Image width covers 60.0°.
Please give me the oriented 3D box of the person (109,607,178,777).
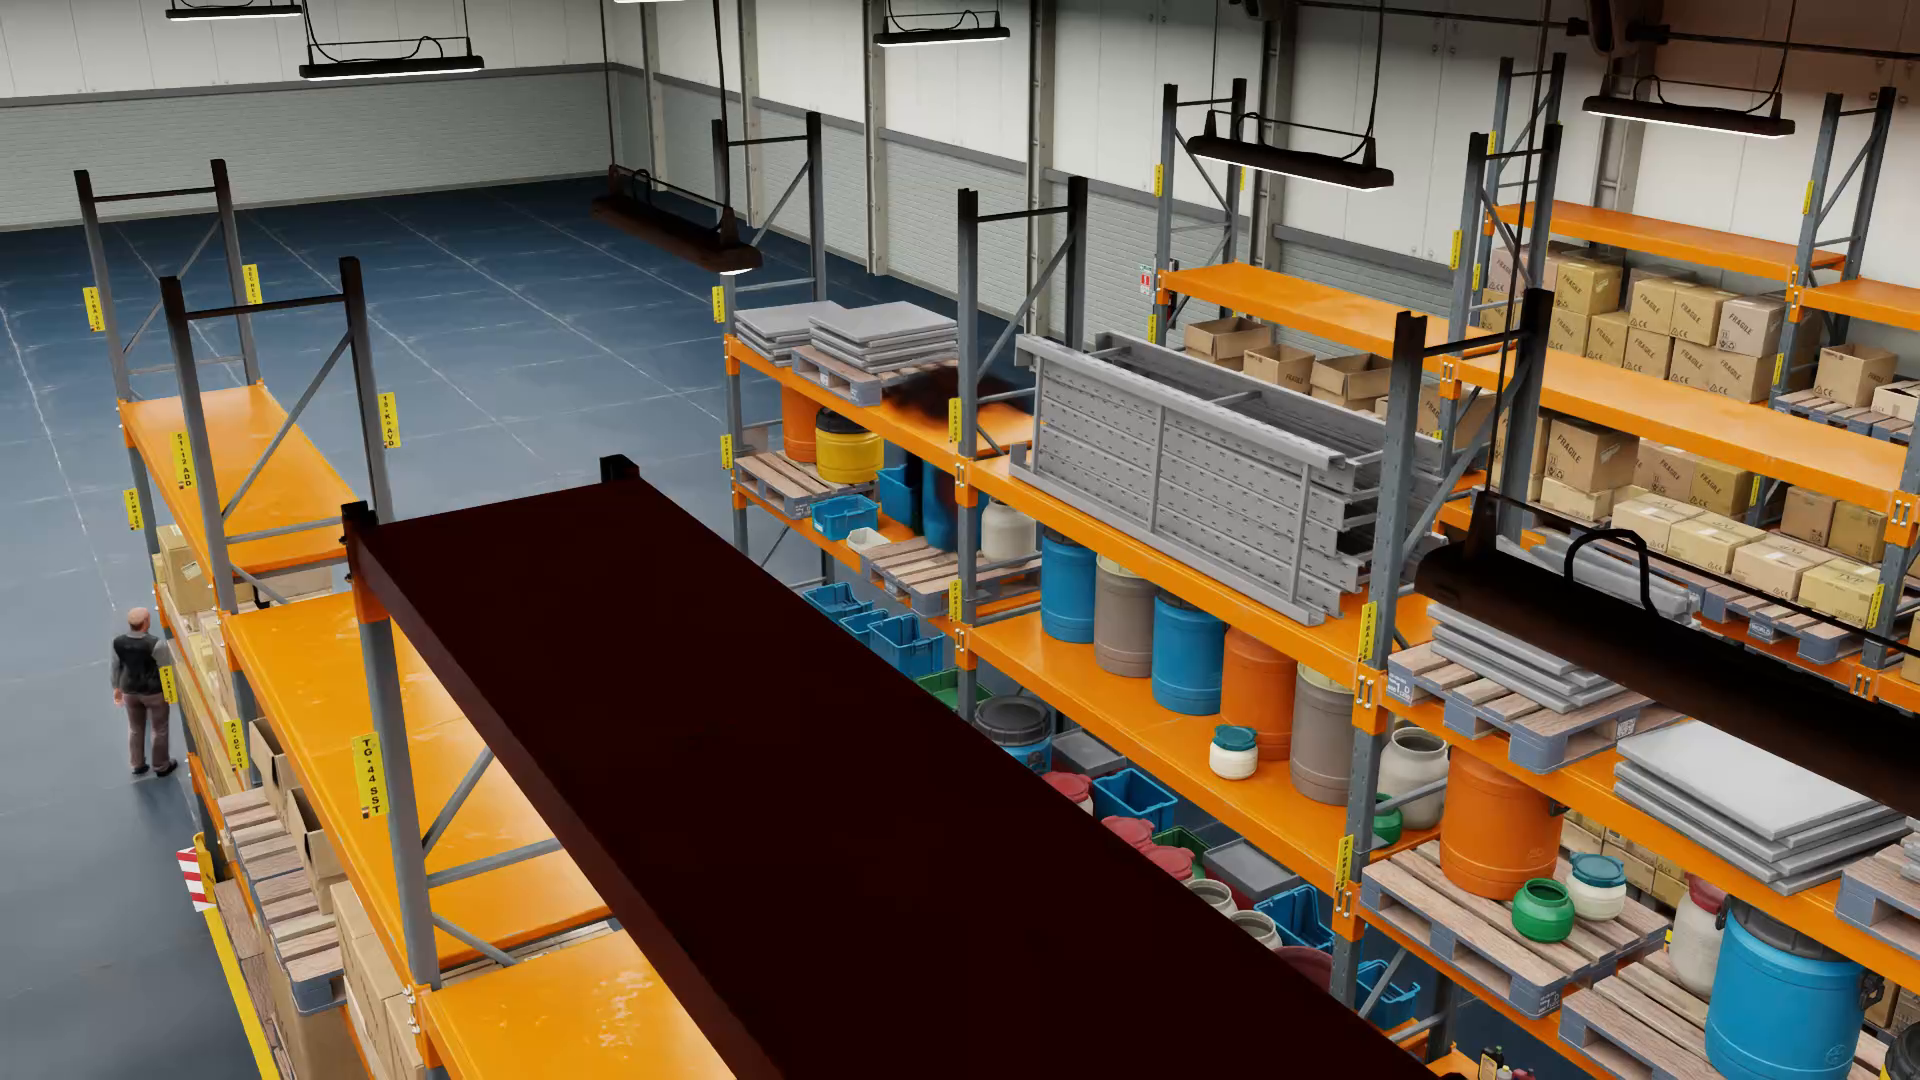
[{"bbox_3d":[-7.598,1.433,15.547,0.595,1.765,0.387,0,22,1],"label":"person"}]
